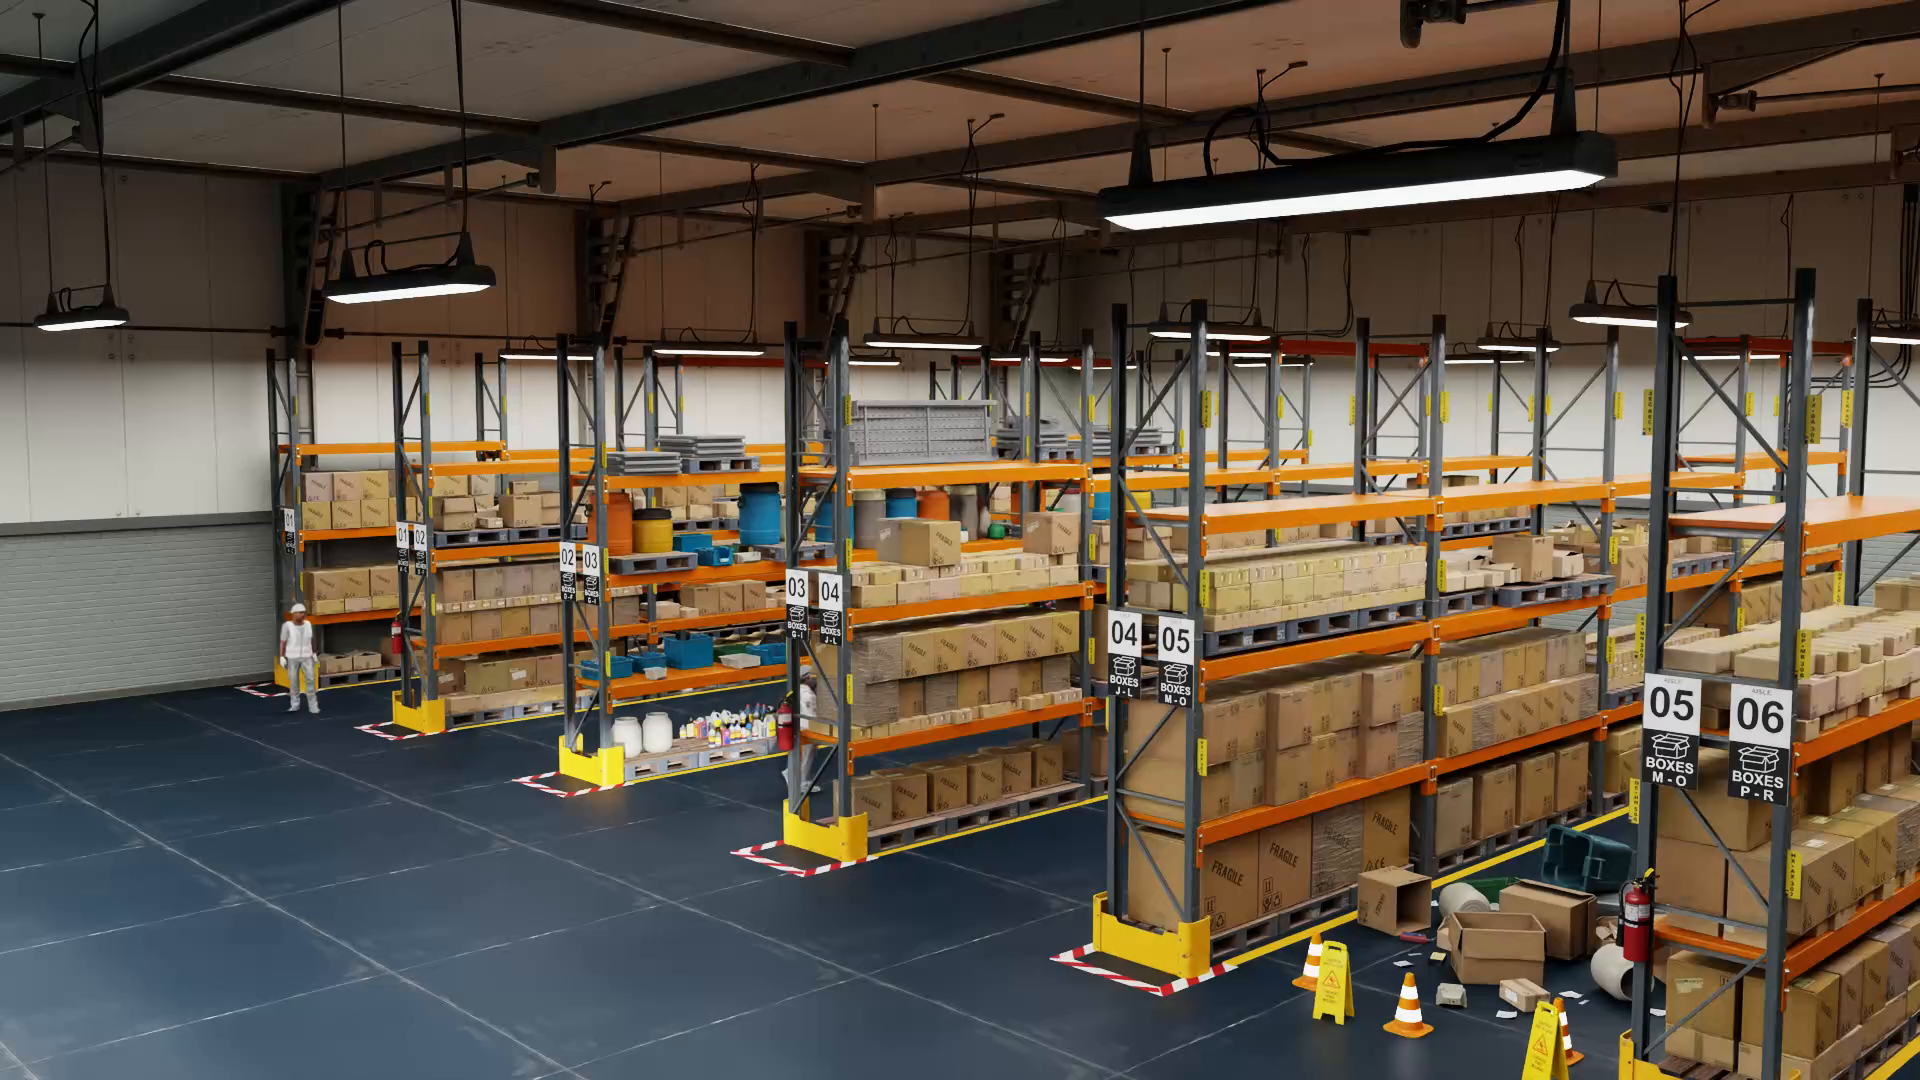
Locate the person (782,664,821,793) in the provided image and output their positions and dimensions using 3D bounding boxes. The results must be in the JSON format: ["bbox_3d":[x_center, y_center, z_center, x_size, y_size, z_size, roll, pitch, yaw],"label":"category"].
[{"bbox_3d":[-2.047,2.445,21.568,0.482,1.684,0.481,-1,5,-11],"label":"person"}]

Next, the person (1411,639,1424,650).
[{"bbox_3d":[6.801,2.156,24.653,1.128,1.725,0.530,-5,7,-42],"label":"person"}]

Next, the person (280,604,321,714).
[{"bbox_3d":[-10.782,1.936,27.161,0.617,1.791,0.579,-3,6,-34],"label":"person"}]
